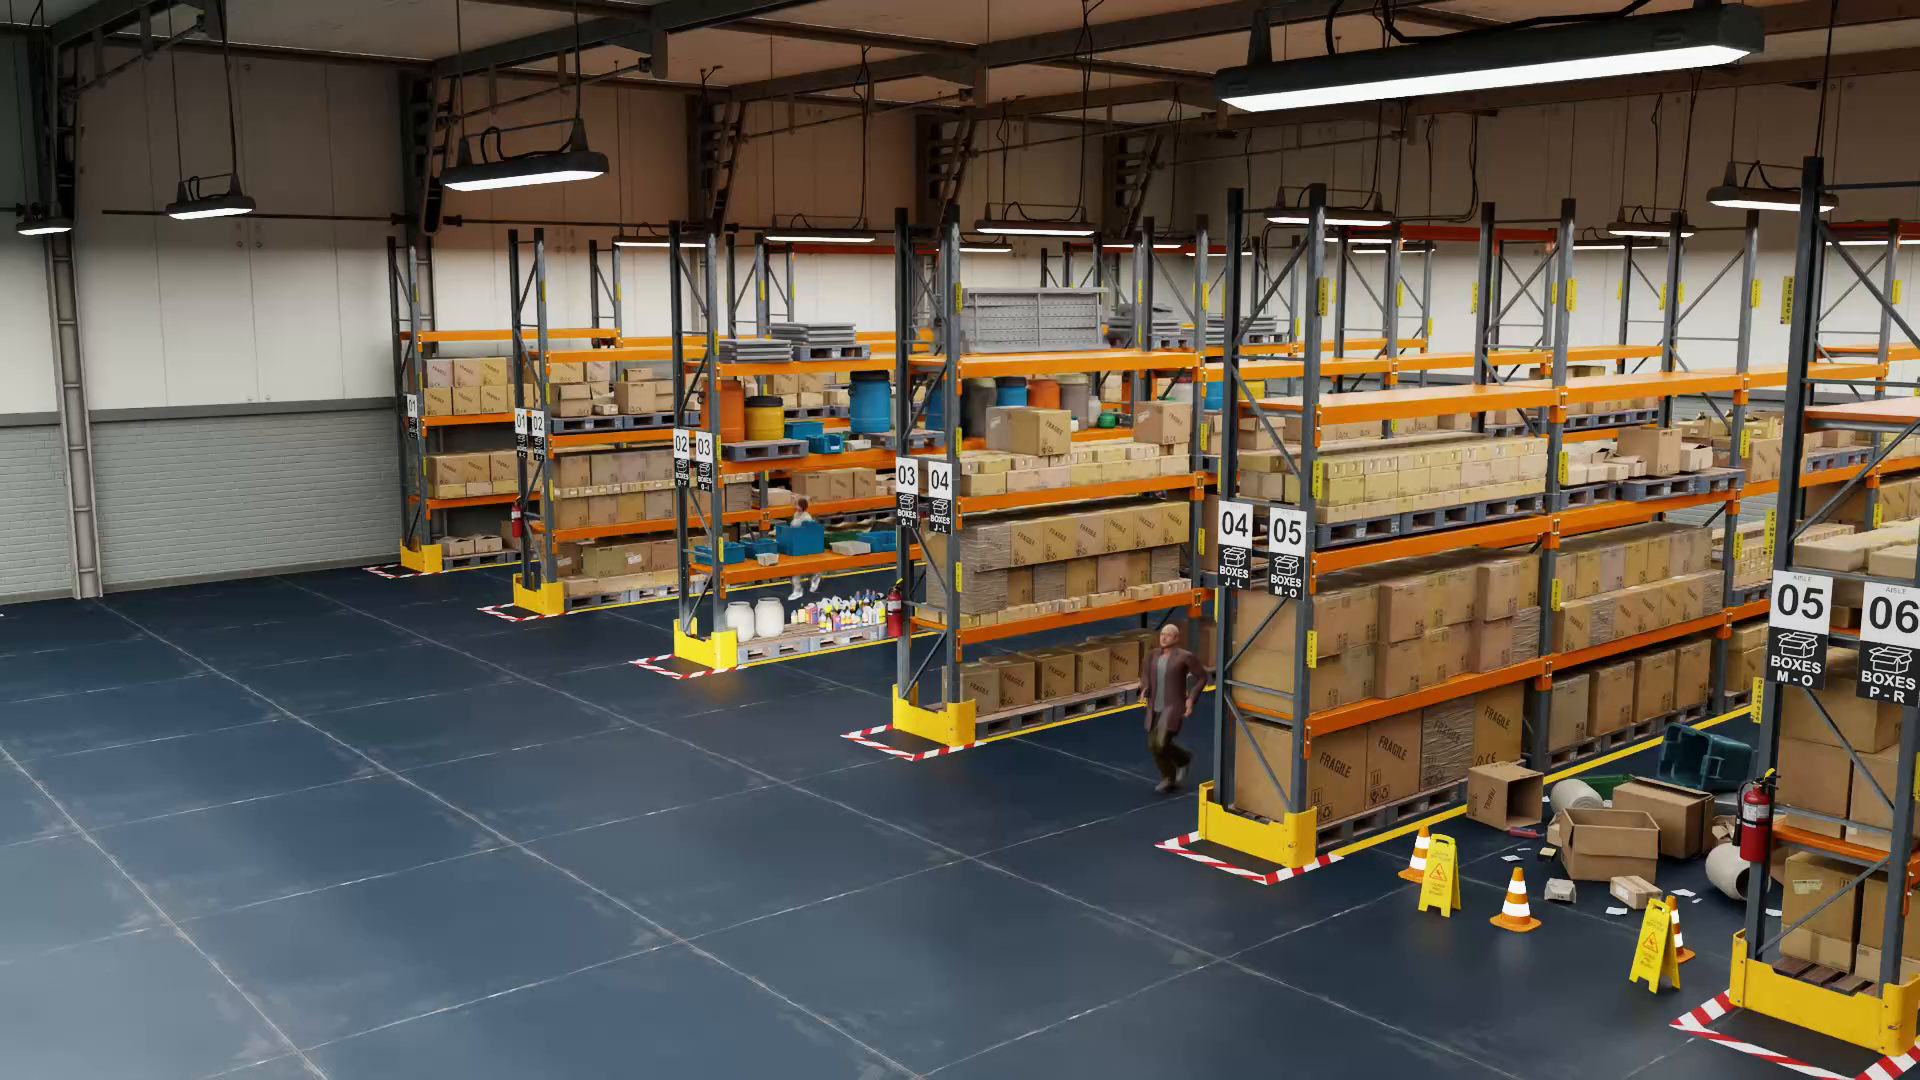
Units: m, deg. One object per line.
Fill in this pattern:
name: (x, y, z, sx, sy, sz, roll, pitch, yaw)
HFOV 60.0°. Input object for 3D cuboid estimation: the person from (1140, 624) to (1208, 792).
person: (2.093, 1.723, 16.941, 0.702, 1.737, 0.628, 8, 12, 41)

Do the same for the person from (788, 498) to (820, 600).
person: (-2.460, 0.084, 26.009, 0.556, 1.512, 0.541, -8, 12, -44)

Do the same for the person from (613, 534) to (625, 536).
person: (-5.923, -0.190, 29.287, 0.884, 1.732, 0.711, -9, 12, -44)
